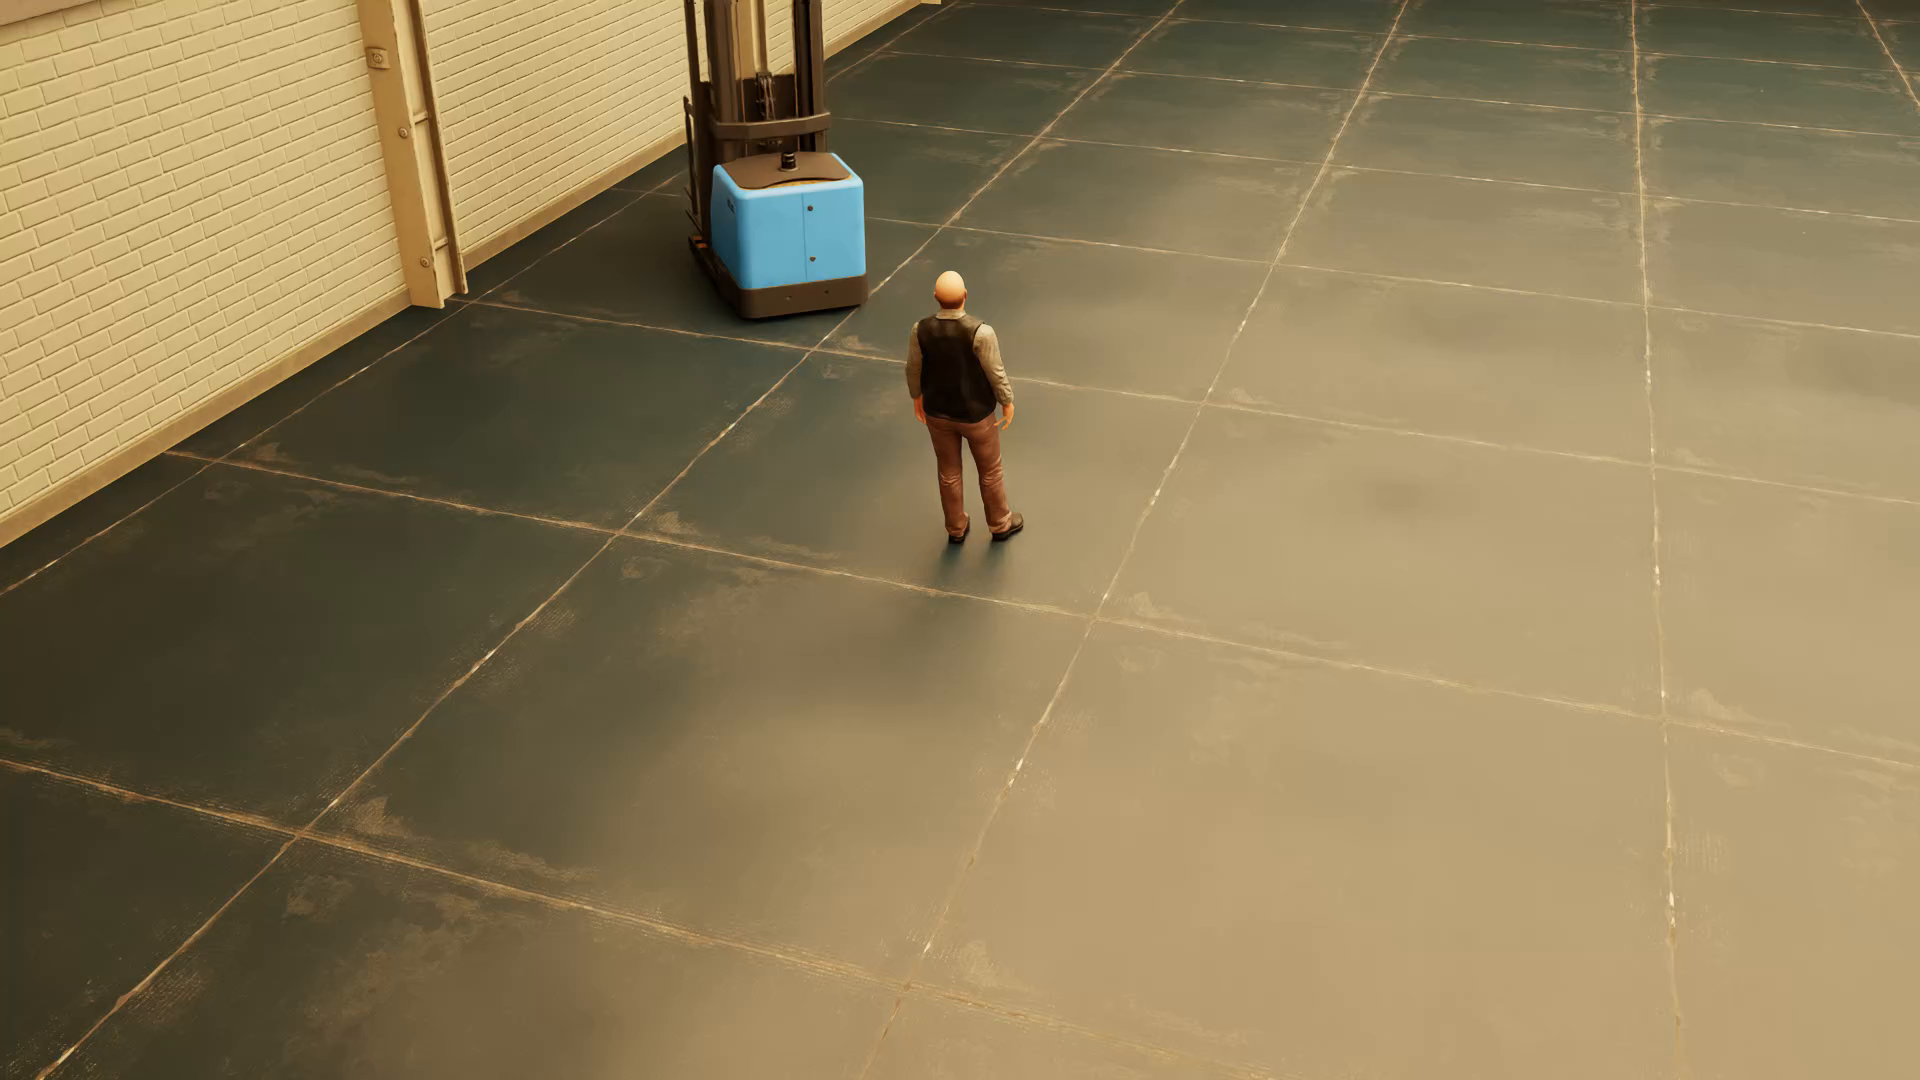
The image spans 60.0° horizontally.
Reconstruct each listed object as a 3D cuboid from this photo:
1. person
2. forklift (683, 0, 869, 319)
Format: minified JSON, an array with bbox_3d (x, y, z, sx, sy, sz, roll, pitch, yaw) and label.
[{"bbox_3d":[0.027,-0.782,9.716,0.633,1.722,0.566,10,31,16],"label":"person"},{"bbox_3d":[-1.715,-3.717,13.657,1.130,2.935,3.031,-10,31,-17],"label":"forklift"}]
